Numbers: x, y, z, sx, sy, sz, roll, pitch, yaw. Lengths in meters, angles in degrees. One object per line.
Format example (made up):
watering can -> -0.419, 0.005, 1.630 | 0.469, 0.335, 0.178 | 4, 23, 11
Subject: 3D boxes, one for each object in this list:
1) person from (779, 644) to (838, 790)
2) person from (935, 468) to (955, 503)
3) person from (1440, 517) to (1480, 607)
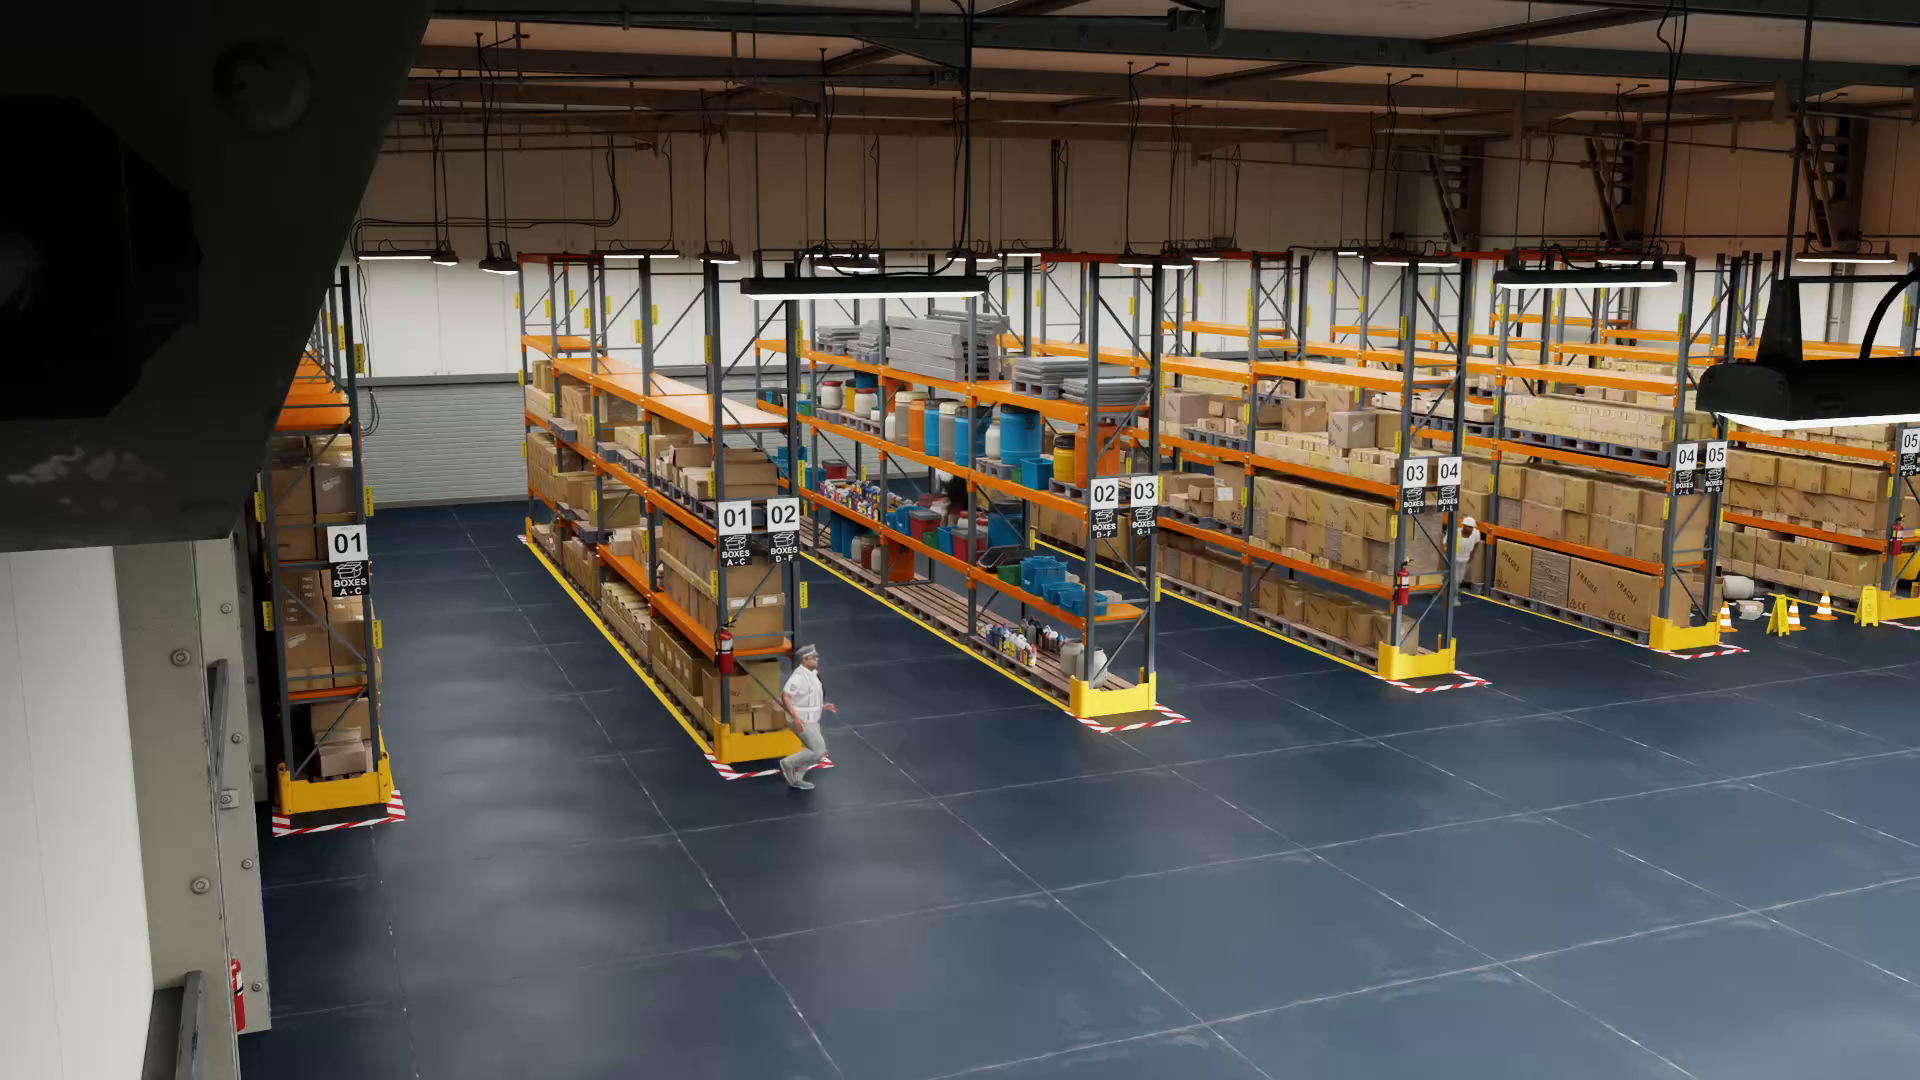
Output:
person -> -1.742, 2.039, 19.124 | 0.636, 1.729, 0.649 | 2, 11, 12
person -> -0.419, -1.643, 39.346 | 0.704, 1.698, 0.842 | 8, 13, 39
person -> 8.625, 0.340, 28.806 | 0.720, 1.602, 0.975 | -3, 11, -14
